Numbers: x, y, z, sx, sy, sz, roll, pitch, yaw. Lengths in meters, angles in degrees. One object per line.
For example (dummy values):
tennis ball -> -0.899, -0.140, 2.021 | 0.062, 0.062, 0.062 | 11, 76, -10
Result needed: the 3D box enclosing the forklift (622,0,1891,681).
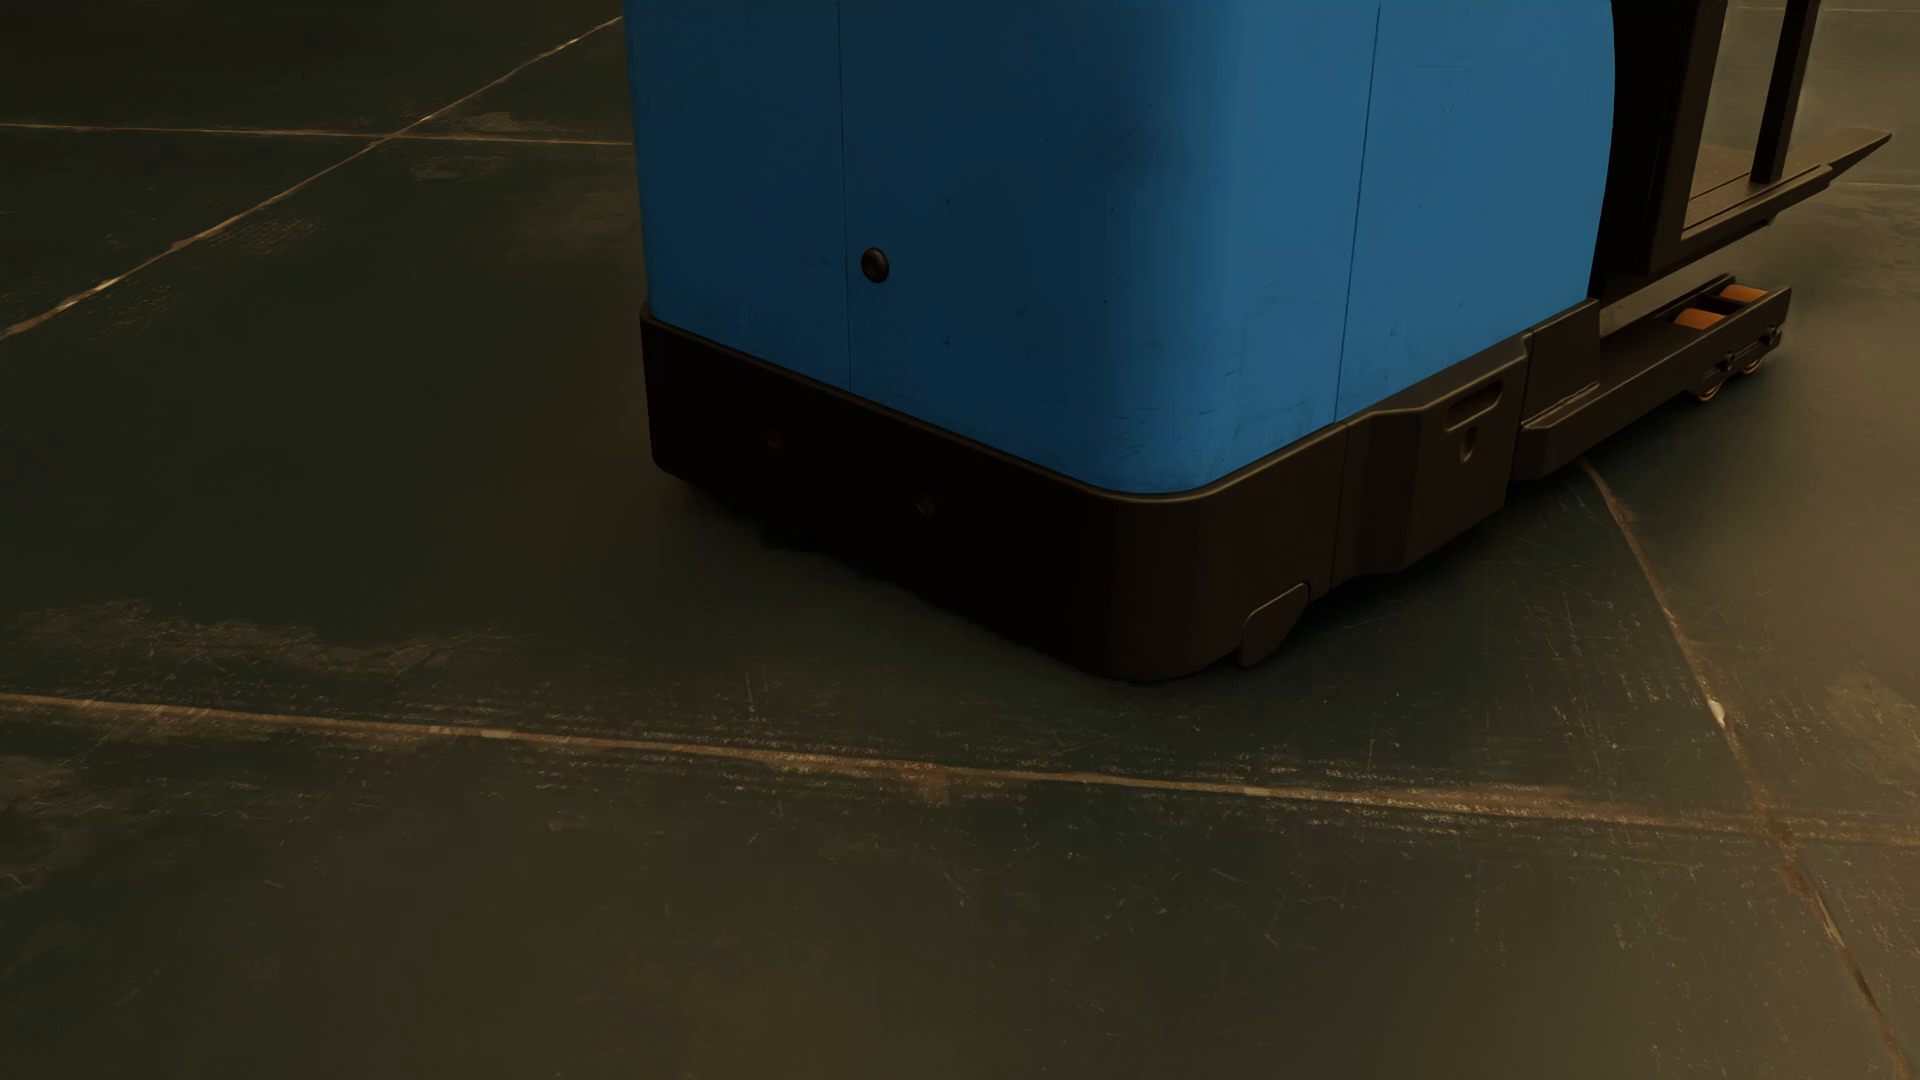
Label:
forklift -> 0.908, -1.703, 2.631 | 1.130, 2.935, 3.031 | 24, 35, 39
